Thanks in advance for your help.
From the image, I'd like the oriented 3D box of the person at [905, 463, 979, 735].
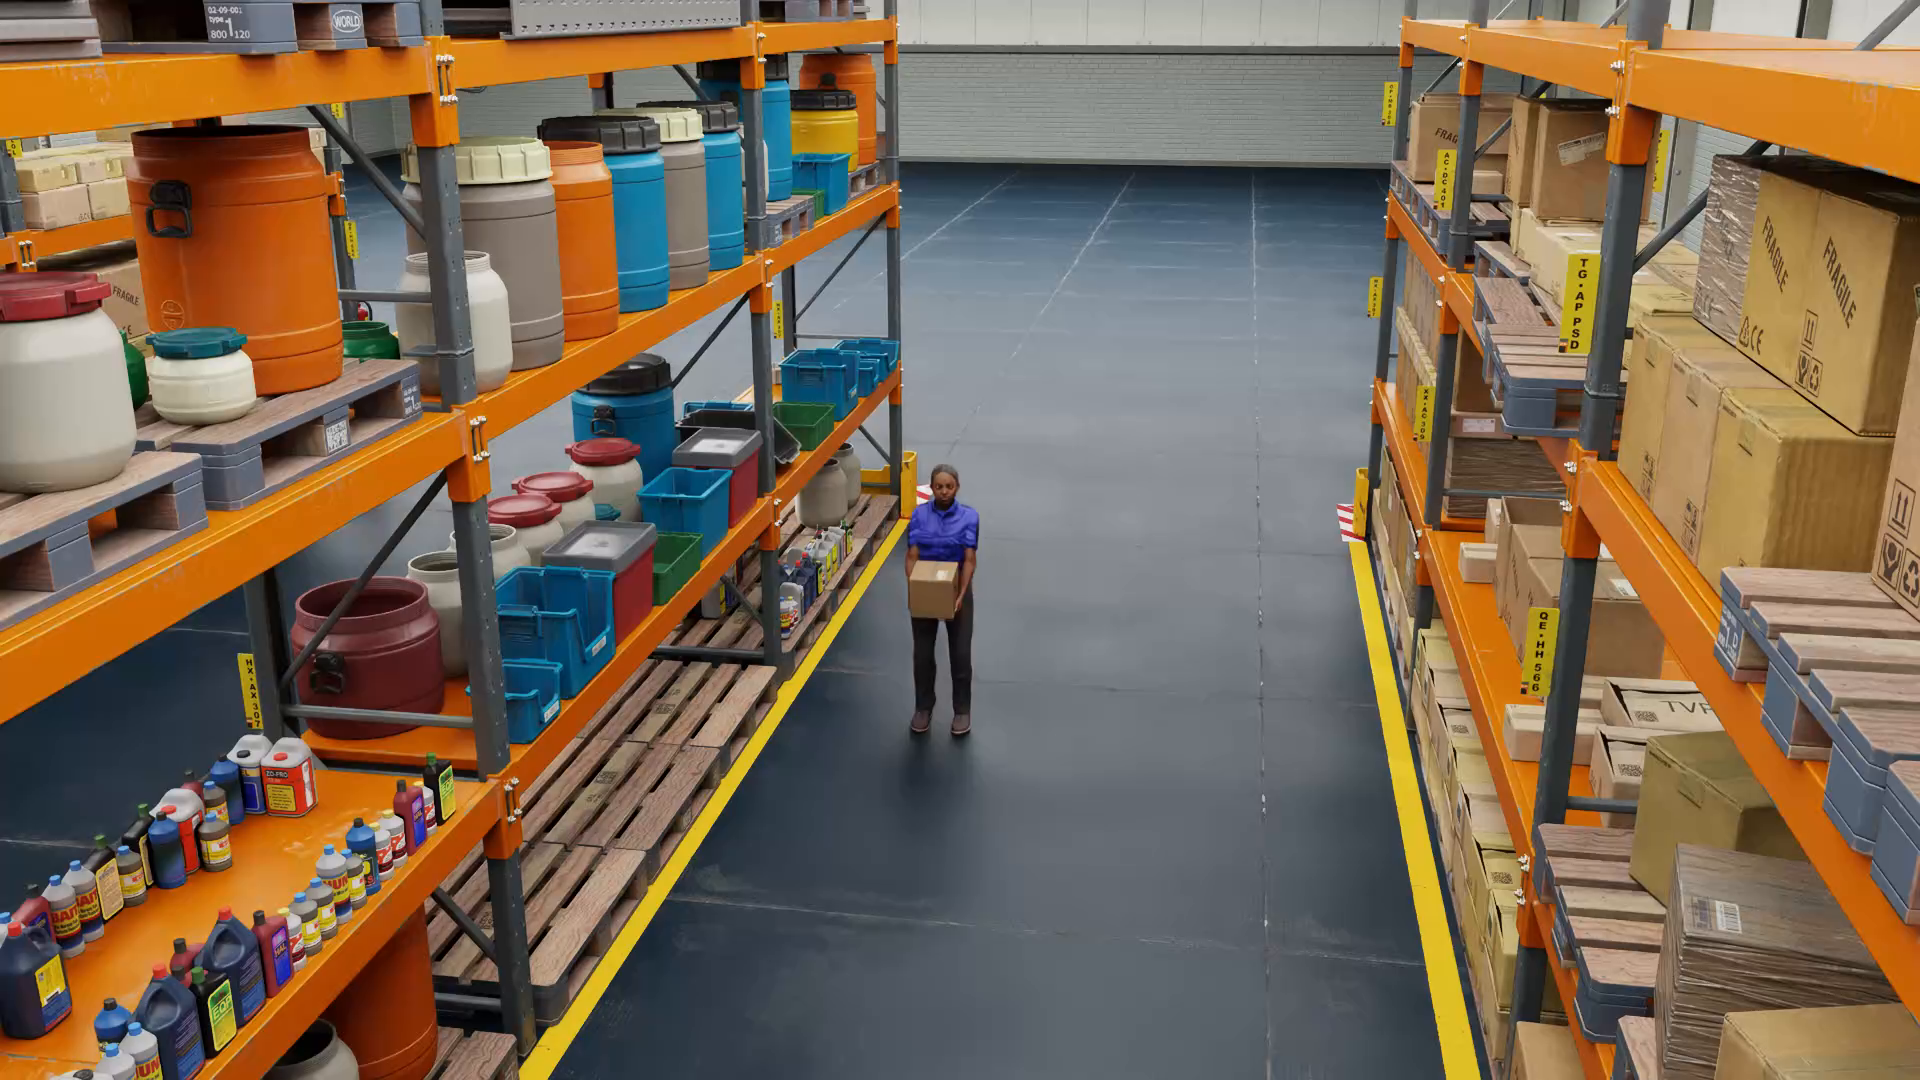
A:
[{"bbox_3d":[-0.116,0.380,9.922,0.435,1.649,0.505,3,18,8],"label":"person"}]
